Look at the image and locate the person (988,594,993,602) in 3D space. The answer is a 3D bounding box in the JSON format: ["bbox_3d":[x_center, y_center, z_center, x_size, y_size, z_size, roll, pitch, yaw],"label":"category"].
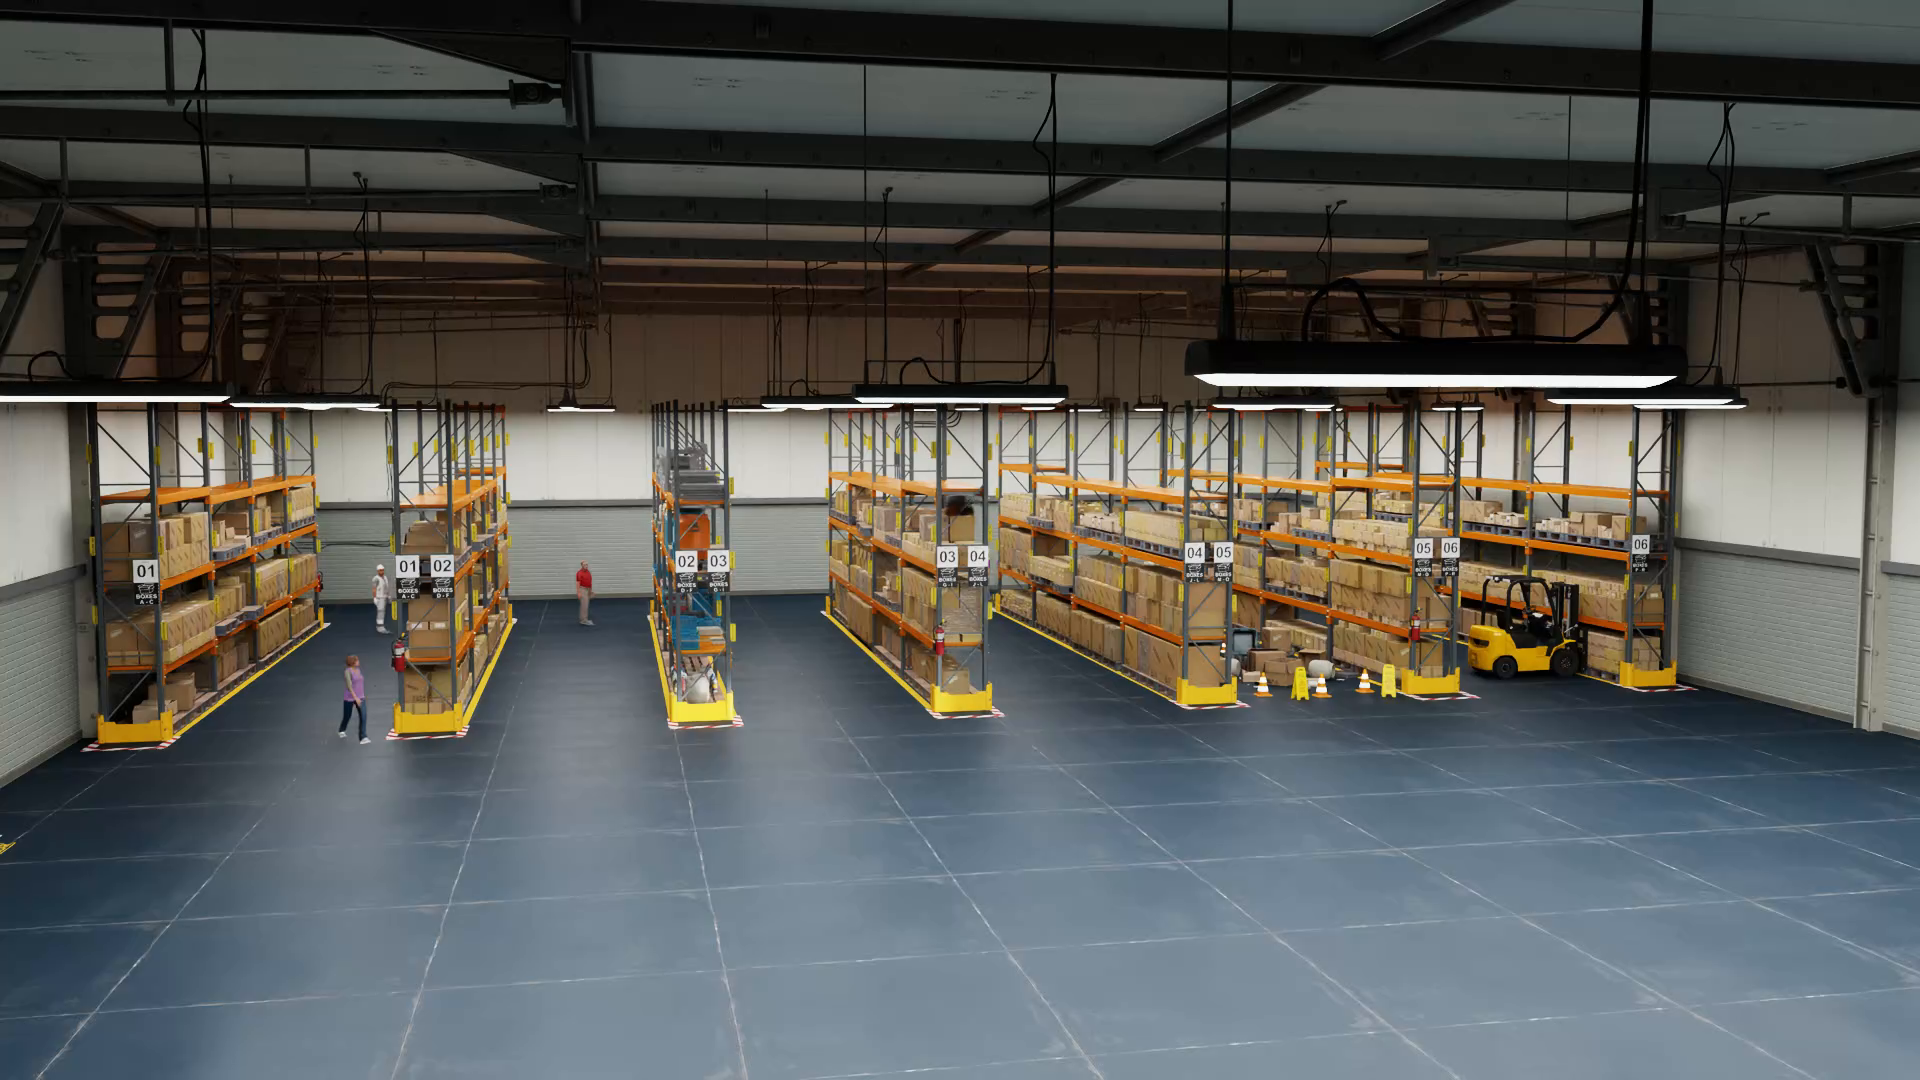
[{"bbox_3d":[0.557,1.121,49.554,0.737,1.738,0.683,-1,4,-15],"label":"person"}]

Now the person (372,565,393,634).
[{"bbox_3d":[-15.145,1.543,43.660,0.468,1.791,0.585,0,4,0],"label":"person"}]

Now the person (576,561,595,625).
[{"bbox_3d":[-10.208,1.439,45.545,0.487,1.734,0.573,1,4,8],"label":"person"}]

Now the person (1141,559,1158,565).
[{"bbox_3d":[6.063,0.782,53.457,0.488,1.786,0.531,-3,5,-33],"label":"person"}]

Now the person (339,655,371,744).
[{"bbox_3d":[-10.560,2.766,28.988,0.358,1.545,0.933,-4,6,-40],"label":"person"}]
